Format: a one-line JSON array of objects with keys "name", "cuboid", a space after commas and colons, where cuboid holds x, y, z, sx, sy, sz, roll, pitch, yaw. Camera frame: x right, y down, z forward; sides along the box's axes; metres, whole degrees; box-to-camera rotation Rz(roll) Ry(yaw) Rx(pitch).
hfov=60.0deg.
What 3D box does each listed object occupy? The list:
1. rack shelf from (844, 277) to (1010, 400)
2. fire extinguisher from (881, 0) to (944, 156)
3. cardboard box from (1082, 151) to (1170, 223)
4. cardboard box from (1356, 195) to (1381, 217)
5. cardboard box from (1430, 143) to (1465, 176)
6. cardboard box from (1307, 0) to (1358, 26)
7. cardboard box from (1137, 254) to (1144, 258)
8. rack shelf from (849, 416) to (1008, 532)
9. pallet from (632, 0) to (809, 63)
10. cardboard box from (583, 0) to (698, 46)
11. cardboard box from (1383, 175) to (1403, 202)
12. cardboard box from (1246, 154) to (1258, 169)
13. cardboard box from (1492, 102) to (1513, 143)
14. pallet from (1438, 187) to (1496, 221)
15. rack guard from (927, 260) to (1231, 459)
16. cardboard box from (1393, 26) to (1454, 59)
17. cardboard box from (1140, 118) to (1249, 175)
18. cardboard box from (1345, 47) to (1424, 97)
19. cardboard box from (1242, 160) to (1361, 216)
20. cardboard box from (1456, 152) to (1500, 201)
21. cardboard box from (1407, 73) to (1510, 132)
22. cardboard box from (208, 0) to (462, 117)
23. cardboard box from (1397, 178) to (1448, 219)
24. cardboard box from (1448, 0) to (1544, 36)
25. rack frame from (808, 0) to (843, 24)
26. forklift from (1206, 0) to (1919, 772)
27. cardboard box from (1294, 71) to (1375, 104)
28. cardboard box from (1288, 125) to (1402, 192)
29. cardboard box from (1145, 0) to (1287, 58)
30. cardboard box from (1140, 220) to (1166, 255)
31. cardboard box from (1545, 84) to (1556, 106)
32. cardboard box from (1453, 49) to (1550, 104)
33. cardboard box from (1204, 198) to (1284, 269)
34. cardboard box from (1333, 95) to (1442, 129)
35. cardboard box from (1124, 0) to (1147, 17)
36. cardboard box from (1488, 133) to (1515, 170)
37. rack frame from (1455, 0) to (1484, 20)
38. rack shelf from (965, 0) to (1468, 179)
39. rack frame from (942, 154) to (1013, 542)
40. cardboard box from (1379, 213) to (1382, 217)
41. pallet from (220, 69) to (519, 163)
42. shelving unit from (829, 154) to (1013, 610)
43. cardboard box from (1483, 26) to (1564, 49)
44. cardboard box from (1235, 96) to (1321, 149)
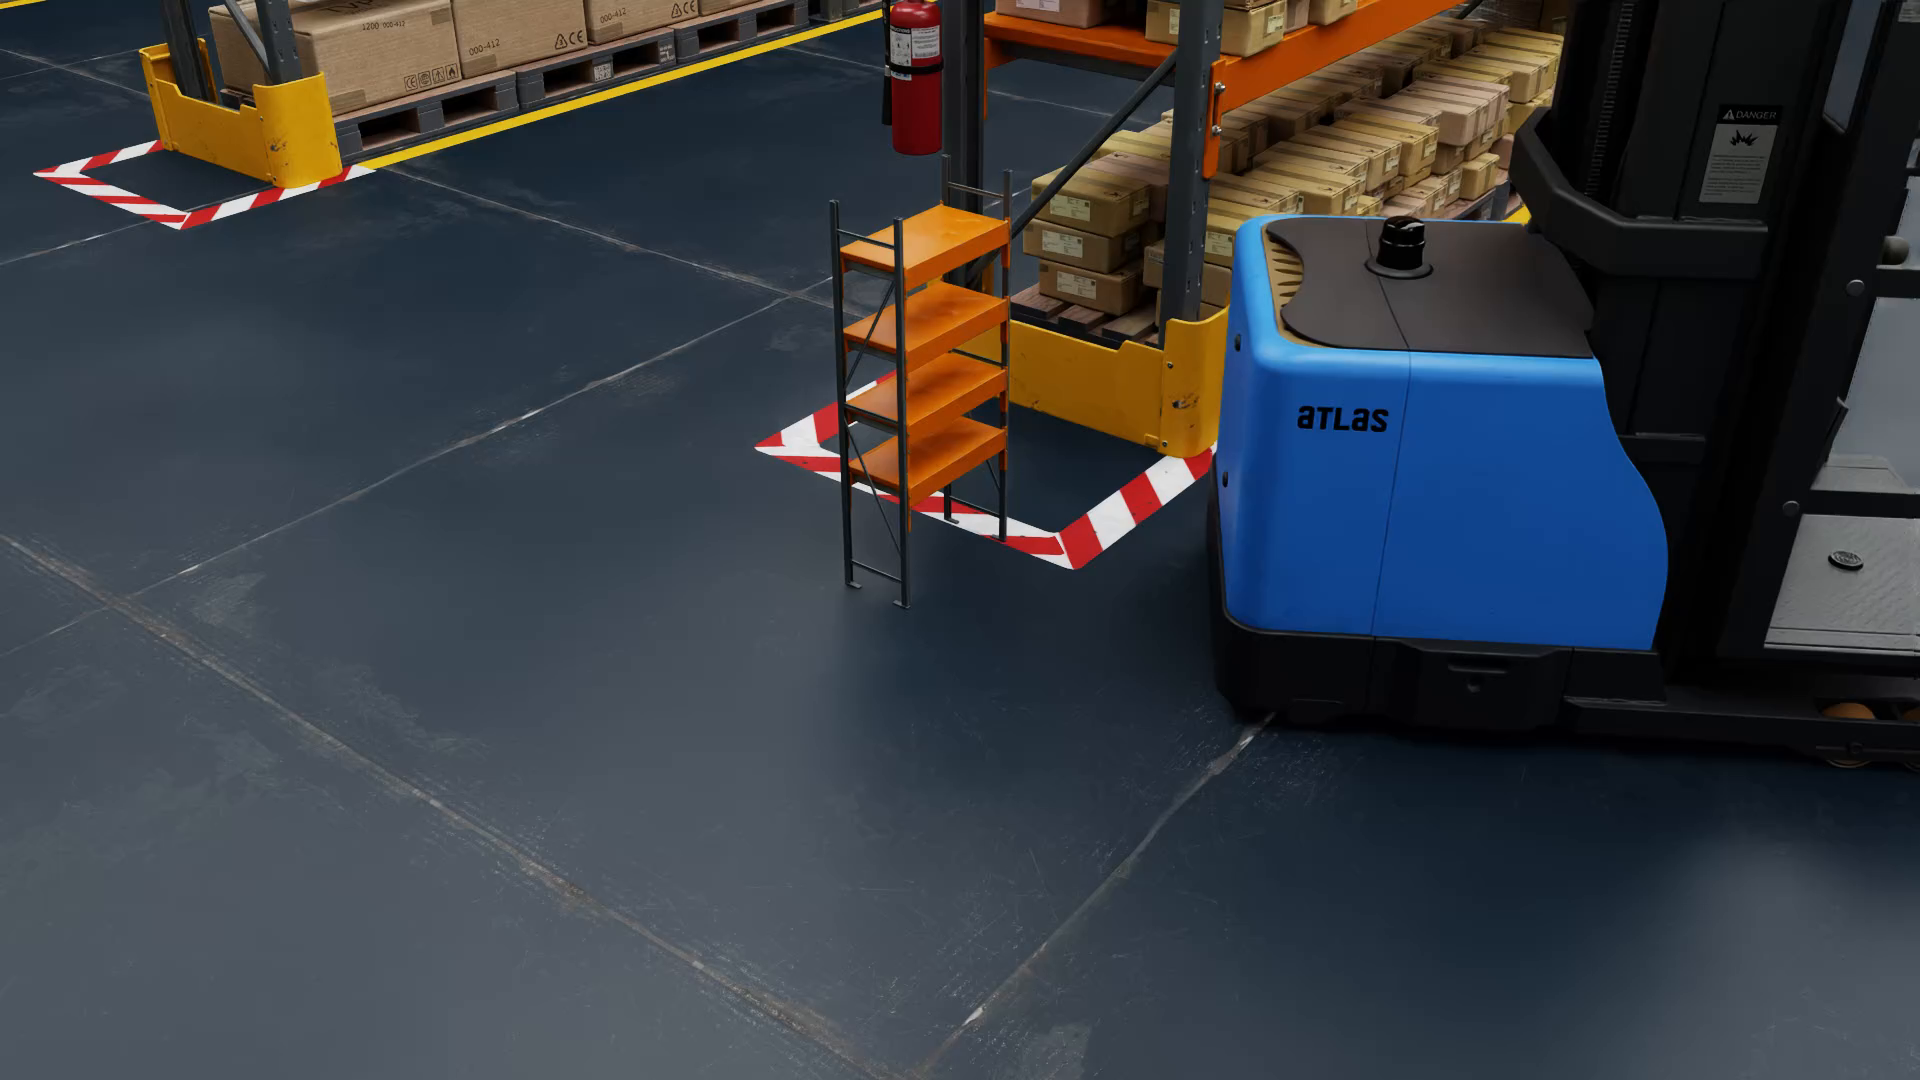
[{"name": "rack shelf", "cuboid": [-0.100, -0.583, 4.751, 0.258, 0.148, 0.480, 21, 37, 31]}, {"name": "fire extinguisher", "cuboid": [-0.145, -1.622, 5.486, 0.296, 0.674, 0.183, 21, 37, 31]}, {"name": "cardboard box", "cuboid": [0.690, -1.364, 6.410, 0.380, 0.149, 0.250, 22, 37, 32]}, {"name": "cardboard box", "cuboid": [1.425, -1.284, 6.566, 0.380, 0.149, 0.250, 22, 37, 33]}, {"name": "cardboard box", "cuboid": [2.006, -1.746, 7.346, 0.380, 0.149, 0.250, 19, 36, 29]}, {"name": "cardboard box", "cuboid": [1.158, -1.908, 5.773, 0.380, 0.149, 0.250, 20, 36, 30]}, {"name": "cardboard box", "cuboid": [0.601, -1.144, 6.623, 0.380, 0.149, 0.250, 22, 37, 33]}, {"name": "rack shelf", "cuboid": [-0.100, -0.220, 4.966, 0.258, 0.148, 0.480, 21, 37, 31]}, {"name": "pallet", "cuboid": [-1.739, -3.399, 10.779, 1.003, 0.211, 1.213, 21, 37, 31]}, {"name": "cardboard box", "cuboid": [-2.222, -3.376, 10.106, 0.875, 0.438, 0.875, 20, 36, 30]}, {"name": "cardboard box", "cuboid": [1.640, -1.544, 7.005, 0.380, 0.149, 0.250, 23, 38, 34]}, {"name": "cardboard box", "cuboid": [1.081, -1.587, 7.078, 0.380, 0.149, 0.250, 22, 37, 32]}, {"name": "cardboard box", "cuboid": [2.322, -1.958, 7.705, 0.380, 0.149, 0.250, 21, 37, 32]}, {"name": "pallet", "cuboid": [1.677, -1.420, 7.439, 1.003, 0.211, 1.213, 21, 37, 31]}, {"name": "rack guard", "cuboid": [0.421, -0.731, 5.994, 1.175, 0.500, 0.348, 21, 37, 31]}, {"name": "cardboard box", "cuboid": [2.203, -2.442, 8.229, 0.380, 0.149, 0.250, 23, 38, 34]}, {"name": "cardboard box", "cuboid": [0.952, -1.594, 6.798, 0.380, 0.149, 0.250, 20, 36, 29]}, {"name": "cardboard box", "cuboid": [1.950, -2.211, 7.839, 0.380, 0.149, 0.250, 20, 36, 30]}, {"name": "cardboard box", "cuboid": [1.287, -1.307, 6.313, 0.380, 0.149, 0.250, 21, 37, 31]}, {"name": "cardboard box", "cuboid": [2.200, -1.671, 7.512, 0.380, 0.149, 0.250, 21, 37, 31]}, {"name": "cardboard box", "cuboid": [2.207, -1.948, 7.395, 0.380, 0.149, 0.250, 19, 36, 29]}, {"name": "cardboard box", "cuboid": [-3.314, -2.636, 8.856, 0.875, 0.438, 0.875, 20, 36, 30]}, {"name": "cardboard box", "cuboid": [1.870, -1.477, 7.185, 0.380, 0.149, 0.250, 21, 37, 31]}, {"name": "cardboard box", "cuboid": [3.036, -2.885, 9.217, 0.500, 0.500, 0.500, 20, 36, 30]}, {"name": "rack frame", "cuboid": [-1.218, -4.884, 10.549, 1.000, 3.000, 0.127, 21, 37, 31]}, {"name": "forklift", "cuboid": [2.233, -0.952, 3.982, 3.031, 2.935, 1.130, 3, 31, 5]}, {"name": "cardboard box", "cuboid": [1.633, -1.996, 7.478, 0.380, 0.149, 0.250, 19, 36, 29]}, {"name": "cardboard box", "cuboid": [1.546, -1.543, 6.712, 0.380, 0.149, 0.250, 23, 37, 33]}, {"name": "cardboard box", "cuboid": [0.832, -1.699, 5.420, 0.380, 0.149, 0.250, 21, 36, 31]}, {"name": "cardboard box", "cuboid": [0.667, -1.250, 6.510, 0.380, 0.149, 0.250, 20, 36, 30]}, {"name": "cardboard box", "cuboid": [2.700, -2.144, 8.019, 0.380, 0.149, 0.250, 19, 36, 29]}, {"name": "cardboard box", "cuboid": [2.515, -2.168, 7.767, 0.380, 0.149, 0.250, 21, 36, 31]}, {"name": "cardboard box", "cuboid": [0.962, -1.094, 5.955, 0.380, 0.149, 0.250, 19, 36, 29]}, {"name": "cardboard box", "cuboid": [1.816, -1.767, 7.090, 0.380, 0.149, 0.250, 21, 37, 31]}, {"name": "cardboard box", "cuboid": [0.527, -1.977, 5.890, 0.380, 0.149, 0.250, 21, 37, 31]}, {"name": "cardboard box", "cuboid": [2.493, -1.885, 7.872, 0.380, 0.149, 0.250, 20, 36, 30]}, {"name": "rack frame", "cuboid": [2.790, -3.402, 8.048, 1.000, 3.000, 0.127, 21, 37, 31]}, {"name": "rack shelf", "cuboid": [1.582, -2.279, 6.860, 1.077, 0.370, 4.000, 21, 37, 31]}, {"name": "rack frame", "cuboid": [0.047, -0.548, 4.998, 0.240, 1.200, 0.015, 21, 37, 31]}, {"name": "cardboard box", "cuboid": [1.503, -1.282, 6.856, 0.380, 0.149, 0.250, 21, 37, 31]}, {"name": "pallet", "cuboid": [-3.212, -2.408, 9.106, 1.003, 0.211, 1.213, 21, 37, 31]}, {"name": "shelving unit", "cuboid": [-0.100, -0.449, 4.830, 0.258, 1.200, 0.503, 21, 37, 31]}, {"name": "cardboard box", "cuboid": [2.783, -2.387, 8.137, 0.380, 0.149, 0.250, 22, 37, 33]}, {"name": "cardboard box", "cuboid": [1.317, -1.793, 7.134, 0.380, 0.149, 0.250, 20, 36, 30]}]
